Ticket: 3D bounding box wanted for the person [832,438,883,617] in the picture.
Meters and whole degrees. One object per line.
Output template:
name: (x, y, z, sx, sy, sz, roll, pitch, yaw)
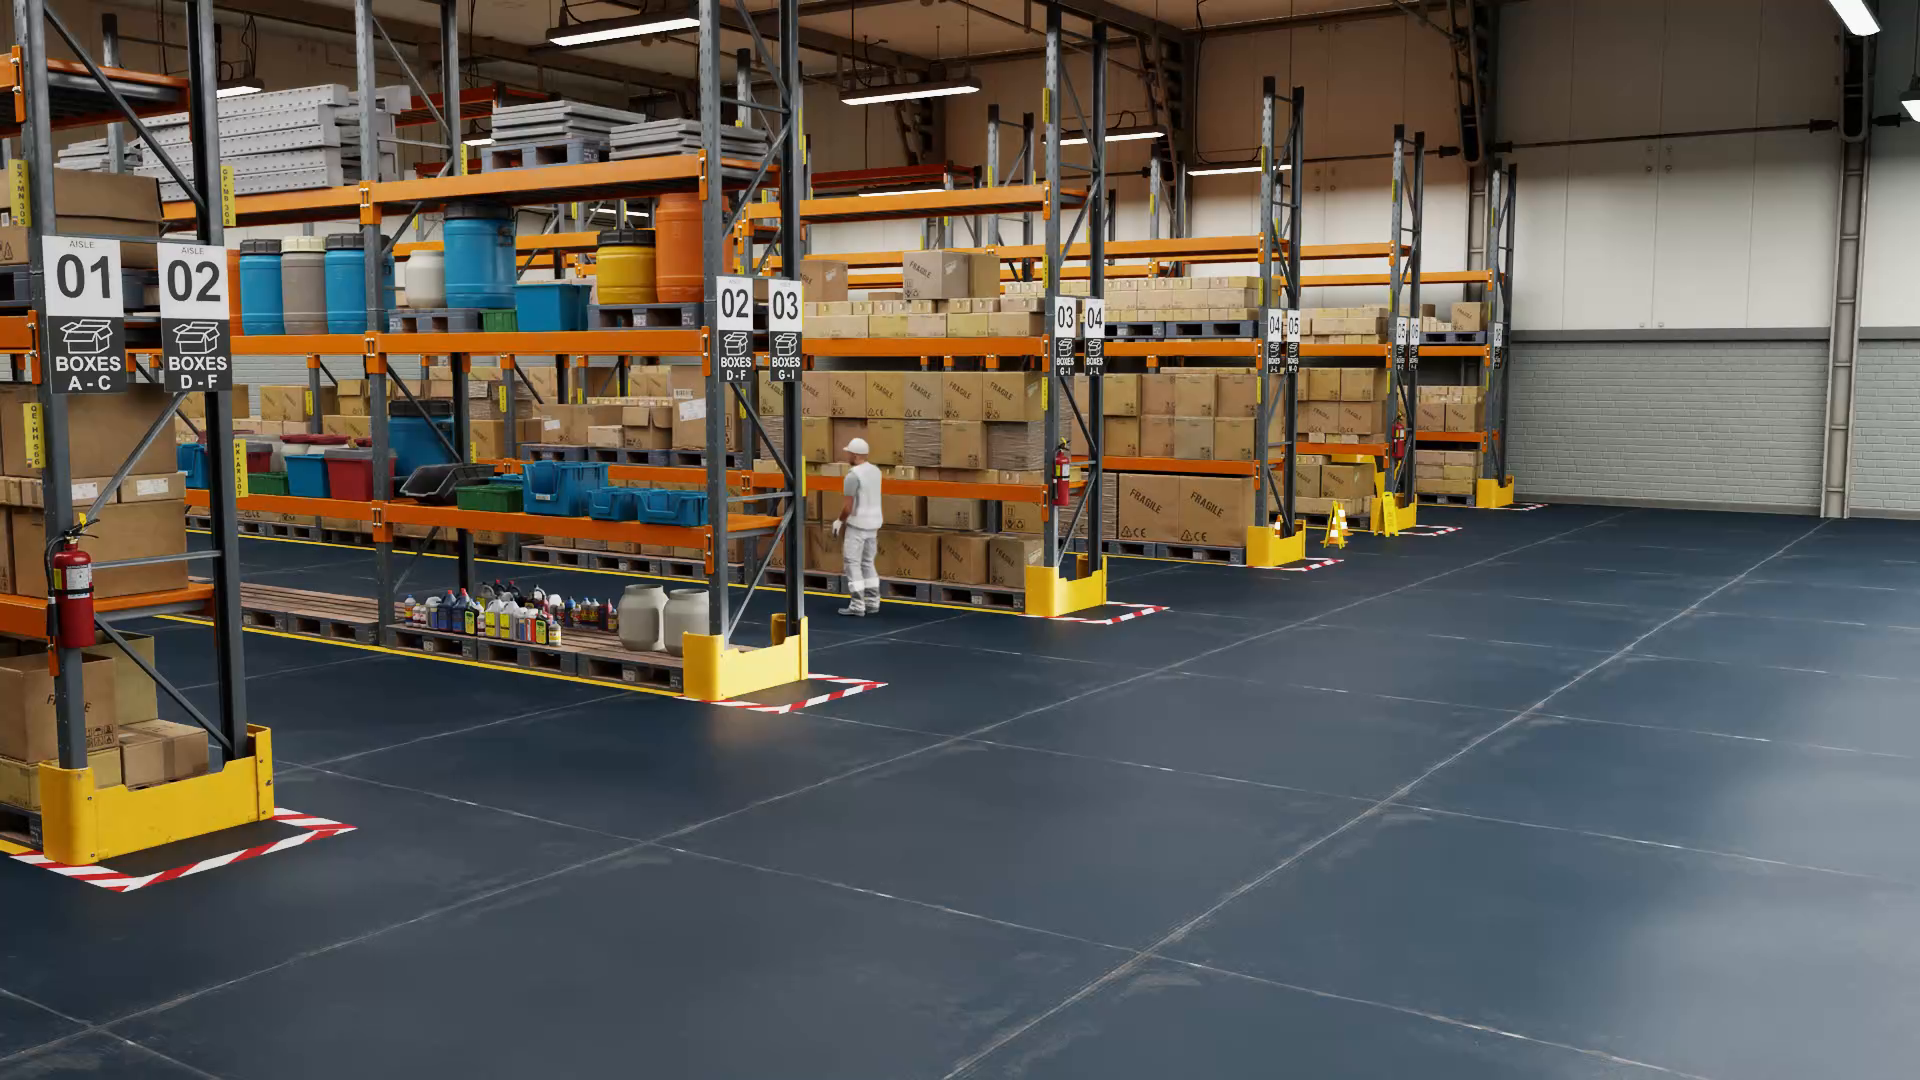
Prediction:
person: (-1.021, -0.133, 16.824, 0.437, 1.790, 0.539, 4, 7, 32)
